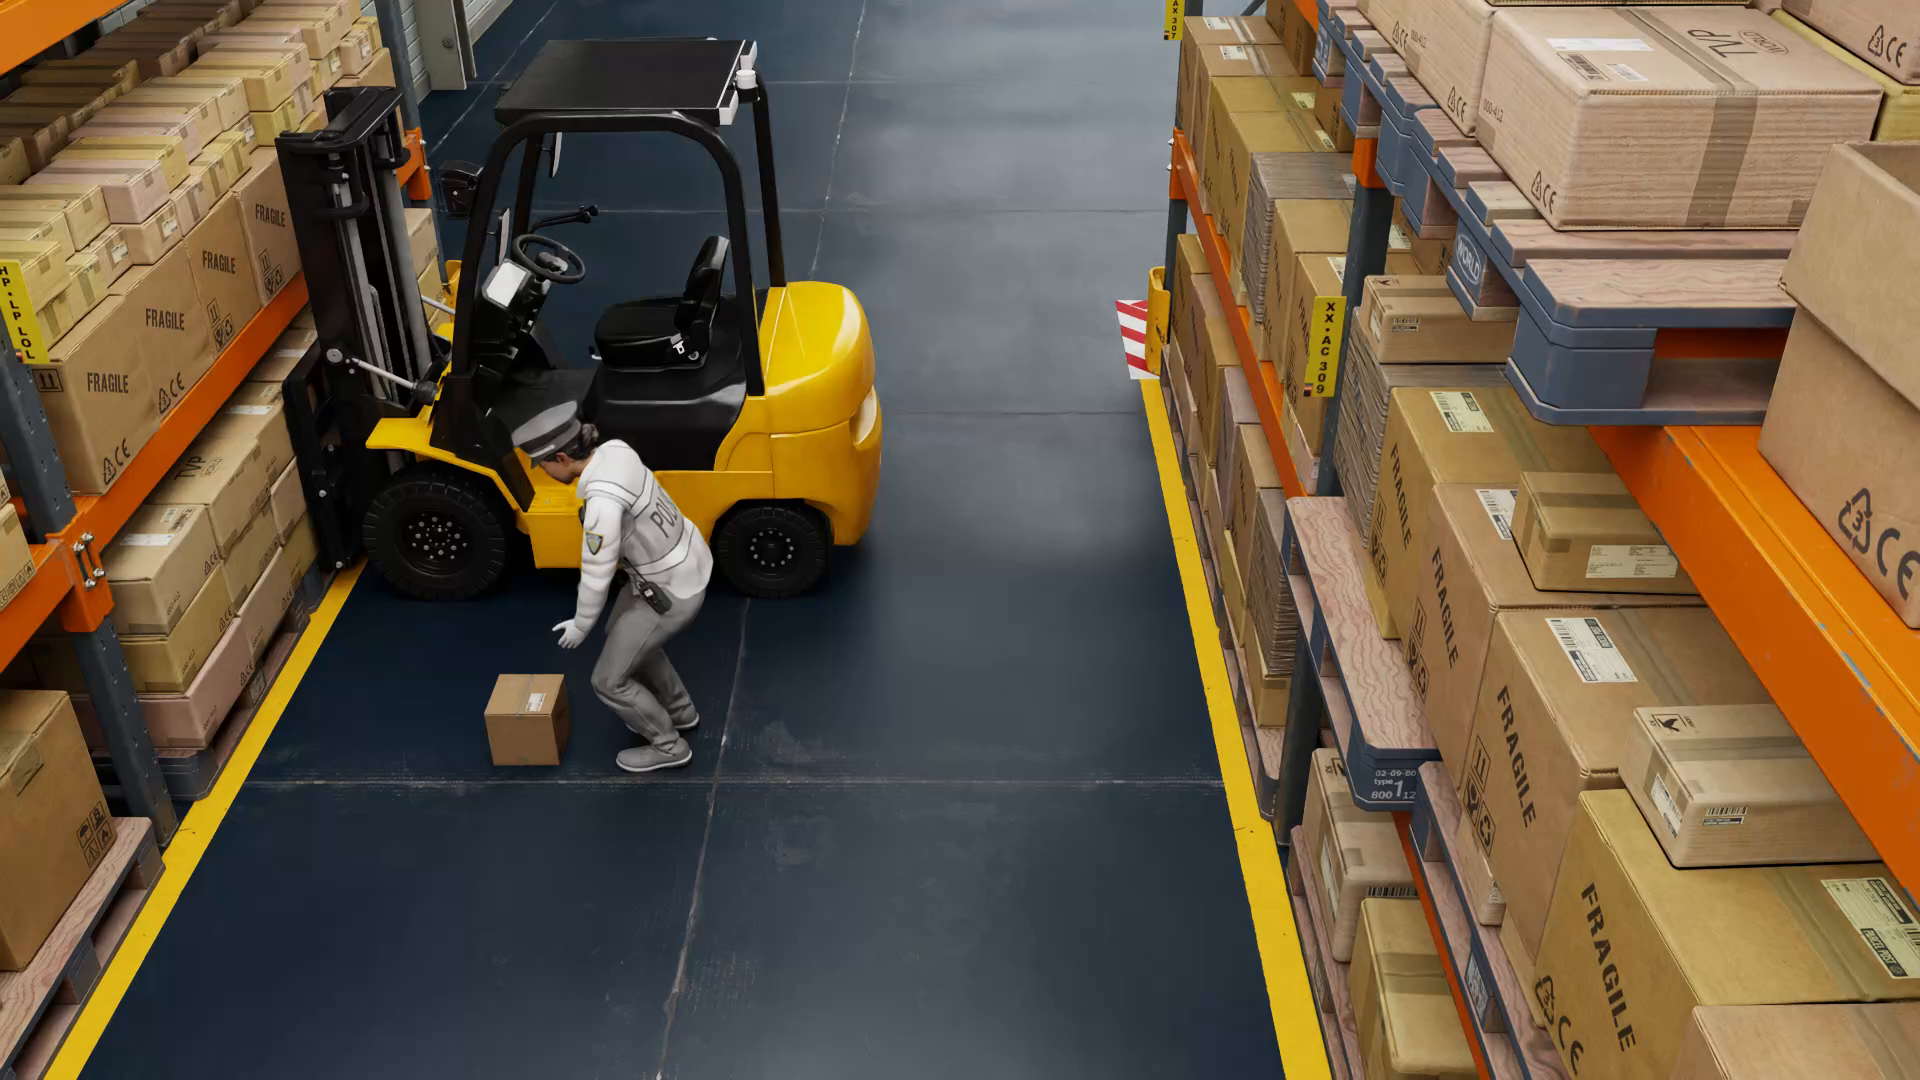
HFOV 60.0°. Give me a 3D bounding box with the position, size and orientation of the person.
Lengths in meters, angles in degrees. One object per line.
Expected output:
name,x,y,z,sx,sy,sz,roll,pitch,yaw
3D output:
person,-1.216,0.184,6.025,0.634,1.479,0.531,0,32,0
